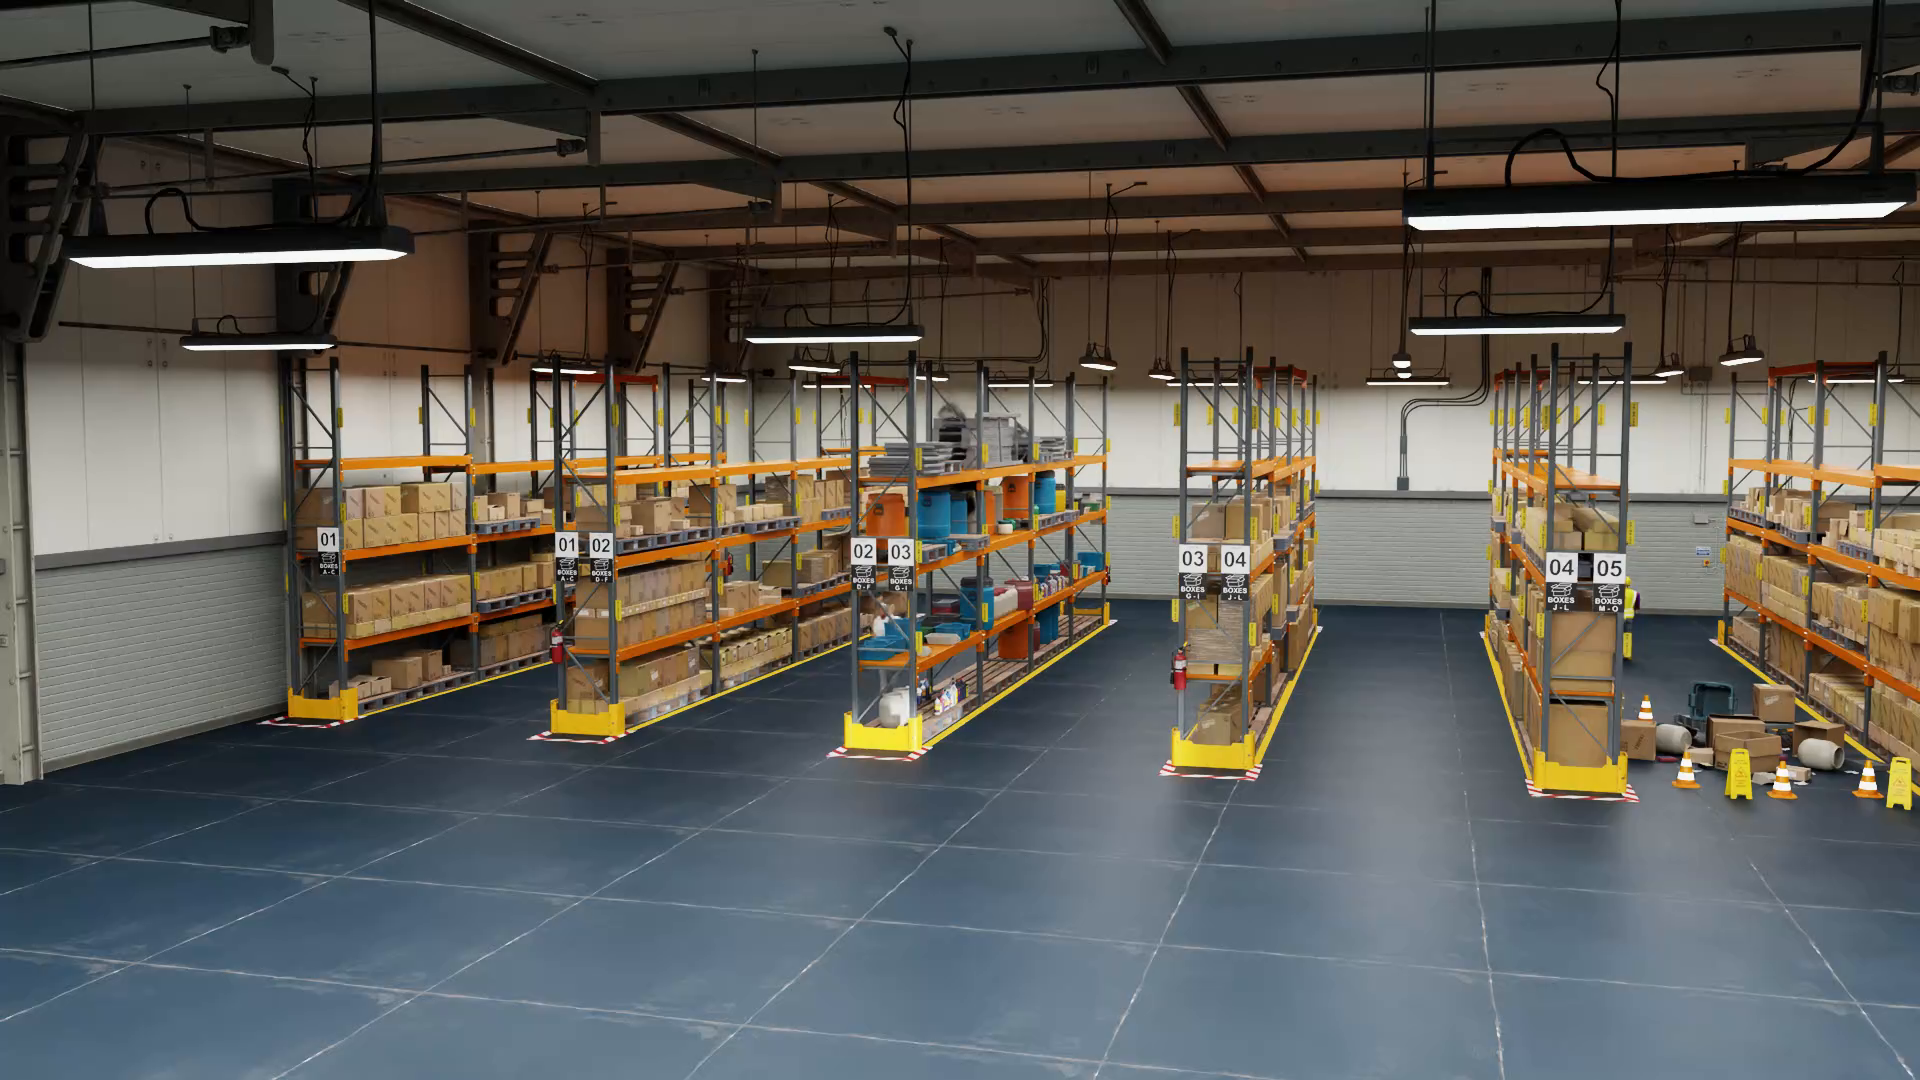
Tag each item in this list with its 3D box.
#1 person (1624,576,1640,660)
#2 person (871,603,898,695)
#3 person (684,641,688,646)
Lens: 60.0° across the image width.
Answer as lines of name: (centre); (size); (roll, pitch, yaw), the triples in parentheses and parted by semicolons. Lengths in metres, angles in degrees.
person: (13.748, 1.599, 34.528); (0.723, 1.716, 0.751); (0, 4, 4)
person: (-1.317, 1.972, 30.360); (0.606, 1.665, 0.661); (1, 4, 16)
person: (-5.634, 1.763, 33.199); (0.704, 1.717, 1.017); (1, 4, 19)
